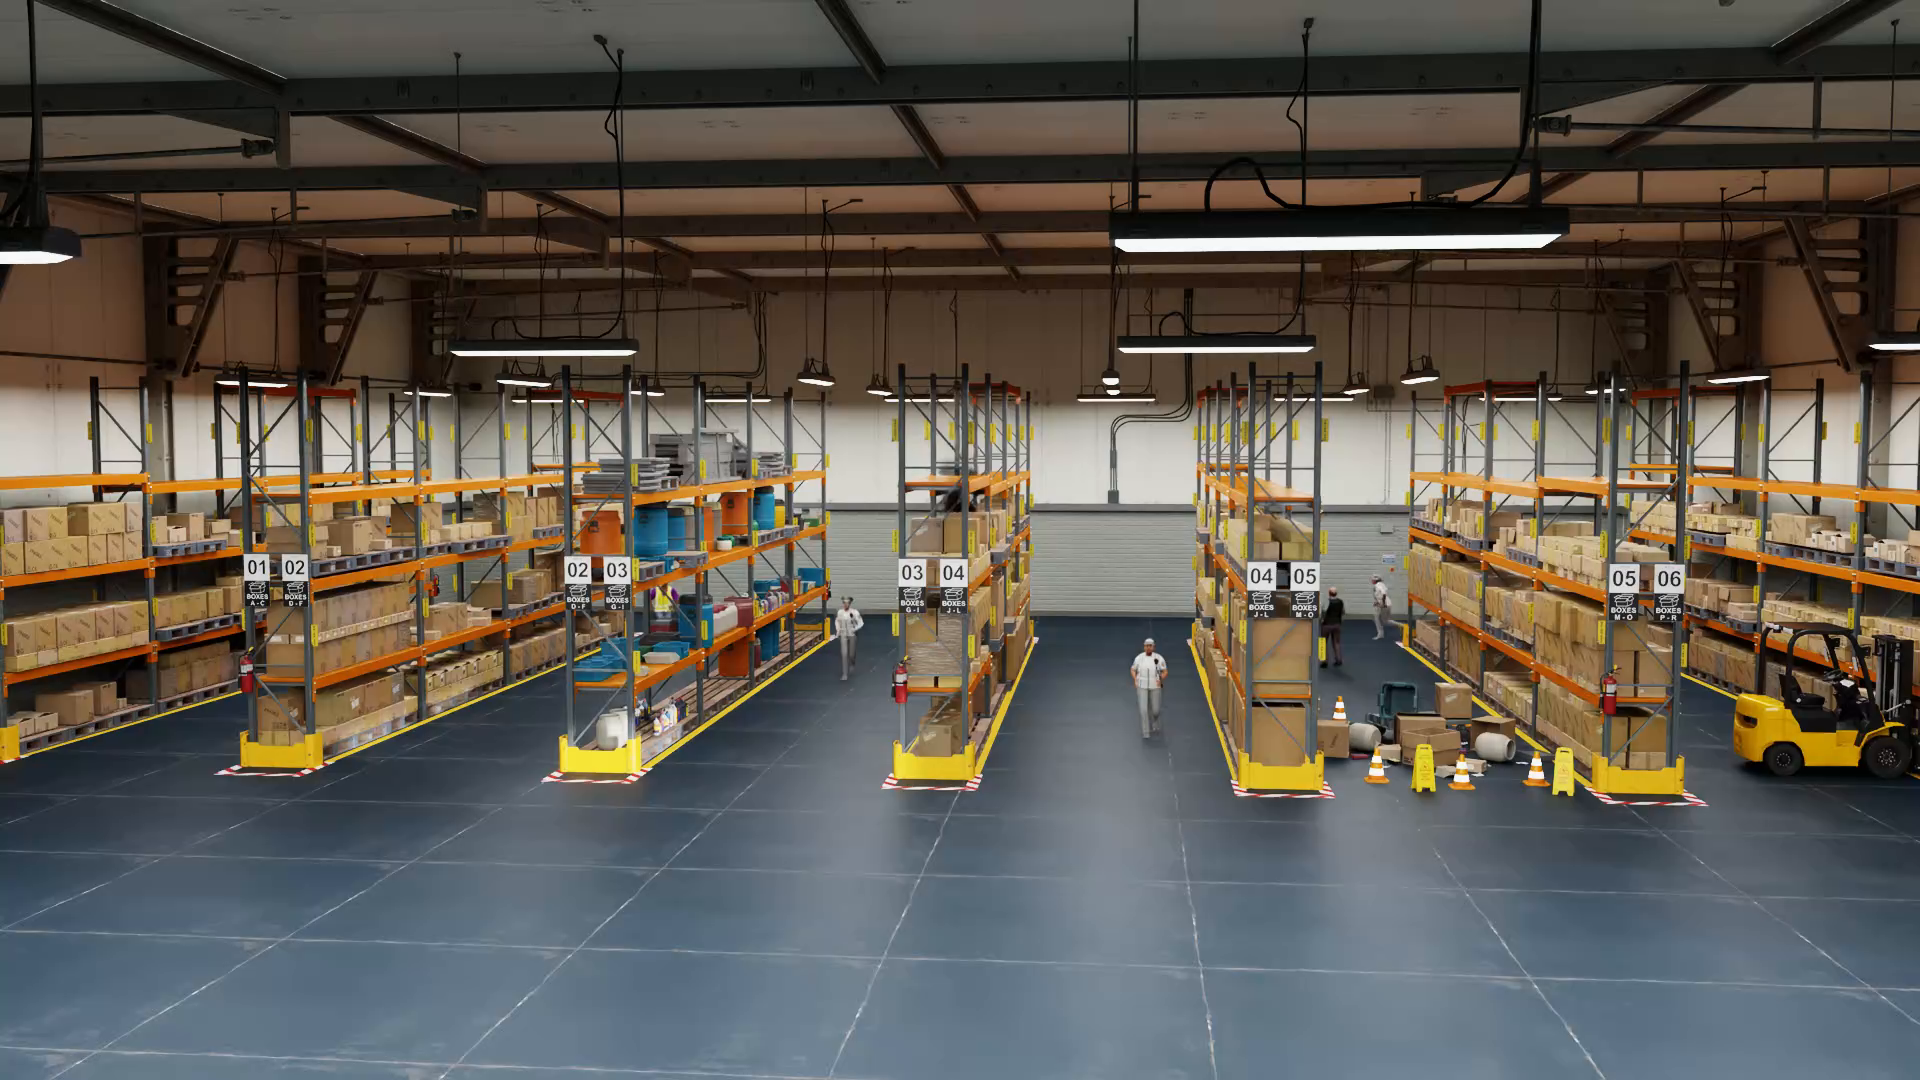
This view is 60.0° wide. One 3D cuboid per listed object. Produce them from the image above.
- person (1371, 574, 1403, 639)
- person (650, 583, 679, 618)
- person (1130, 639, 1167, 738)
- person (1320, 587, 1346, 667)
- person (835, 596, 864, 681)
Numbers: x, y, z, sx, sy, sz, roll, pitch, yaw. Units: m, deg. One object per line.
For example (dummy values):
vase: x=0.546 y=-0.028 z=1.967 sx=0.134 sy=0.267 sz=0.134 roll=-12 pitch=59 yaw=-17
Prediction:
person: x=10.400 y=1.637 z=40.380 sx=0.837 sy=1.619 sz=0.559 roll=1 pitch=4 yaw=15
person: x=-6.870 y=1.671 z=38.530 sx=0.697 sy=1.717 sz=0.579 roll=-1 pitch=4 yaw=-10
person: x=3.113 y=2.432 z=27.449 sx=0.608 sy=1.617 sz=0.599 roll=1 pitch=4 yaw=9
person: x=7.881 y=1.873 z=35.255 sx=0.641 sy=1.770 sz=0.740 roll=-1 pitch=4 yaw=-10
person: x=-2.255 y=1.970 z=33.800 sx=0.610 sy=1.681 sz=0.860 roll=0 pitch=4 yaw=6
